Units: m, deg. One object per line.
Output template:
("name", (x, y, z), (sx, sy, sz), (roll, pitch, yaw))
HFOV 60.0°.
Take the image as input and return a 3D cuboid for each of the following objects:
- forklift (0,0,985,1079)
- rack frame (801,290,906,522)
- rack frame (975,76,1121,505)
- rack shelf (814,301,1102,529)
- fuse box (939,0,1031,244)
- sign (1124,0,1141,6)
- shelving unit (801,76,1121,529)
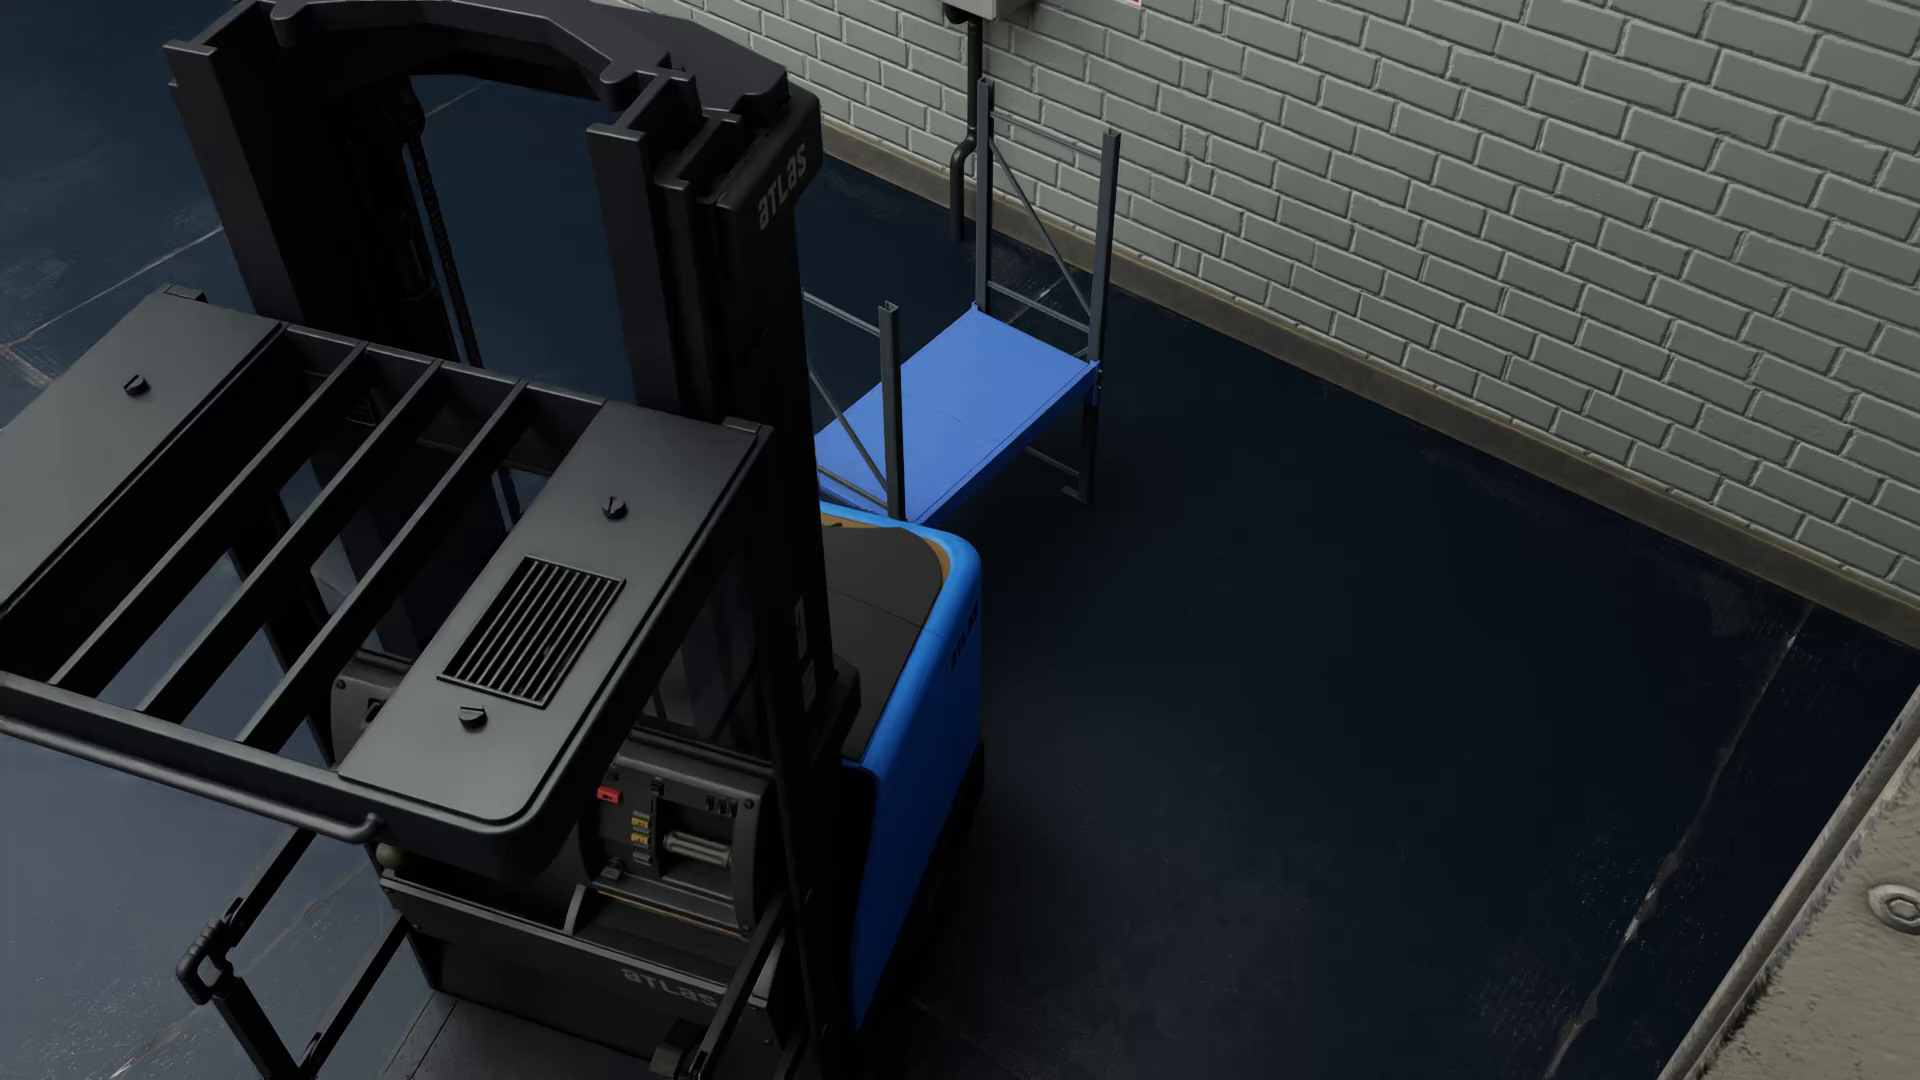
("forklift", (-0.886, 0.624, 3.127), (1.130, 2.935, 3.031), (14, 48, 13))
("rack frame", (-0.363, -0.178, 4.883), (0.500, 1.500, 0.032), (29, 53, 25))
("rack frame", (0.259, -0.760, 5.439), (0.500, 1.500, 0.032), (29, 53, 25))
("rack shelf", (-0.052, -0.345, 5.291), (0.538, 0.185, 1.000), (29, 53, 25))
("fuse box", (-0.007, -1.819, 6.304), (0.539, 1.711, 0.414), (29, 53, 25))
("sign", (0.510, -2.131, 5.777), (0.329, 0.494, 0.001), (29, 53, 25))
("shelving unit", (-0.052, -0.469, 5.161), (0.538, 1.500, 1.048), (29, 53, 25))
